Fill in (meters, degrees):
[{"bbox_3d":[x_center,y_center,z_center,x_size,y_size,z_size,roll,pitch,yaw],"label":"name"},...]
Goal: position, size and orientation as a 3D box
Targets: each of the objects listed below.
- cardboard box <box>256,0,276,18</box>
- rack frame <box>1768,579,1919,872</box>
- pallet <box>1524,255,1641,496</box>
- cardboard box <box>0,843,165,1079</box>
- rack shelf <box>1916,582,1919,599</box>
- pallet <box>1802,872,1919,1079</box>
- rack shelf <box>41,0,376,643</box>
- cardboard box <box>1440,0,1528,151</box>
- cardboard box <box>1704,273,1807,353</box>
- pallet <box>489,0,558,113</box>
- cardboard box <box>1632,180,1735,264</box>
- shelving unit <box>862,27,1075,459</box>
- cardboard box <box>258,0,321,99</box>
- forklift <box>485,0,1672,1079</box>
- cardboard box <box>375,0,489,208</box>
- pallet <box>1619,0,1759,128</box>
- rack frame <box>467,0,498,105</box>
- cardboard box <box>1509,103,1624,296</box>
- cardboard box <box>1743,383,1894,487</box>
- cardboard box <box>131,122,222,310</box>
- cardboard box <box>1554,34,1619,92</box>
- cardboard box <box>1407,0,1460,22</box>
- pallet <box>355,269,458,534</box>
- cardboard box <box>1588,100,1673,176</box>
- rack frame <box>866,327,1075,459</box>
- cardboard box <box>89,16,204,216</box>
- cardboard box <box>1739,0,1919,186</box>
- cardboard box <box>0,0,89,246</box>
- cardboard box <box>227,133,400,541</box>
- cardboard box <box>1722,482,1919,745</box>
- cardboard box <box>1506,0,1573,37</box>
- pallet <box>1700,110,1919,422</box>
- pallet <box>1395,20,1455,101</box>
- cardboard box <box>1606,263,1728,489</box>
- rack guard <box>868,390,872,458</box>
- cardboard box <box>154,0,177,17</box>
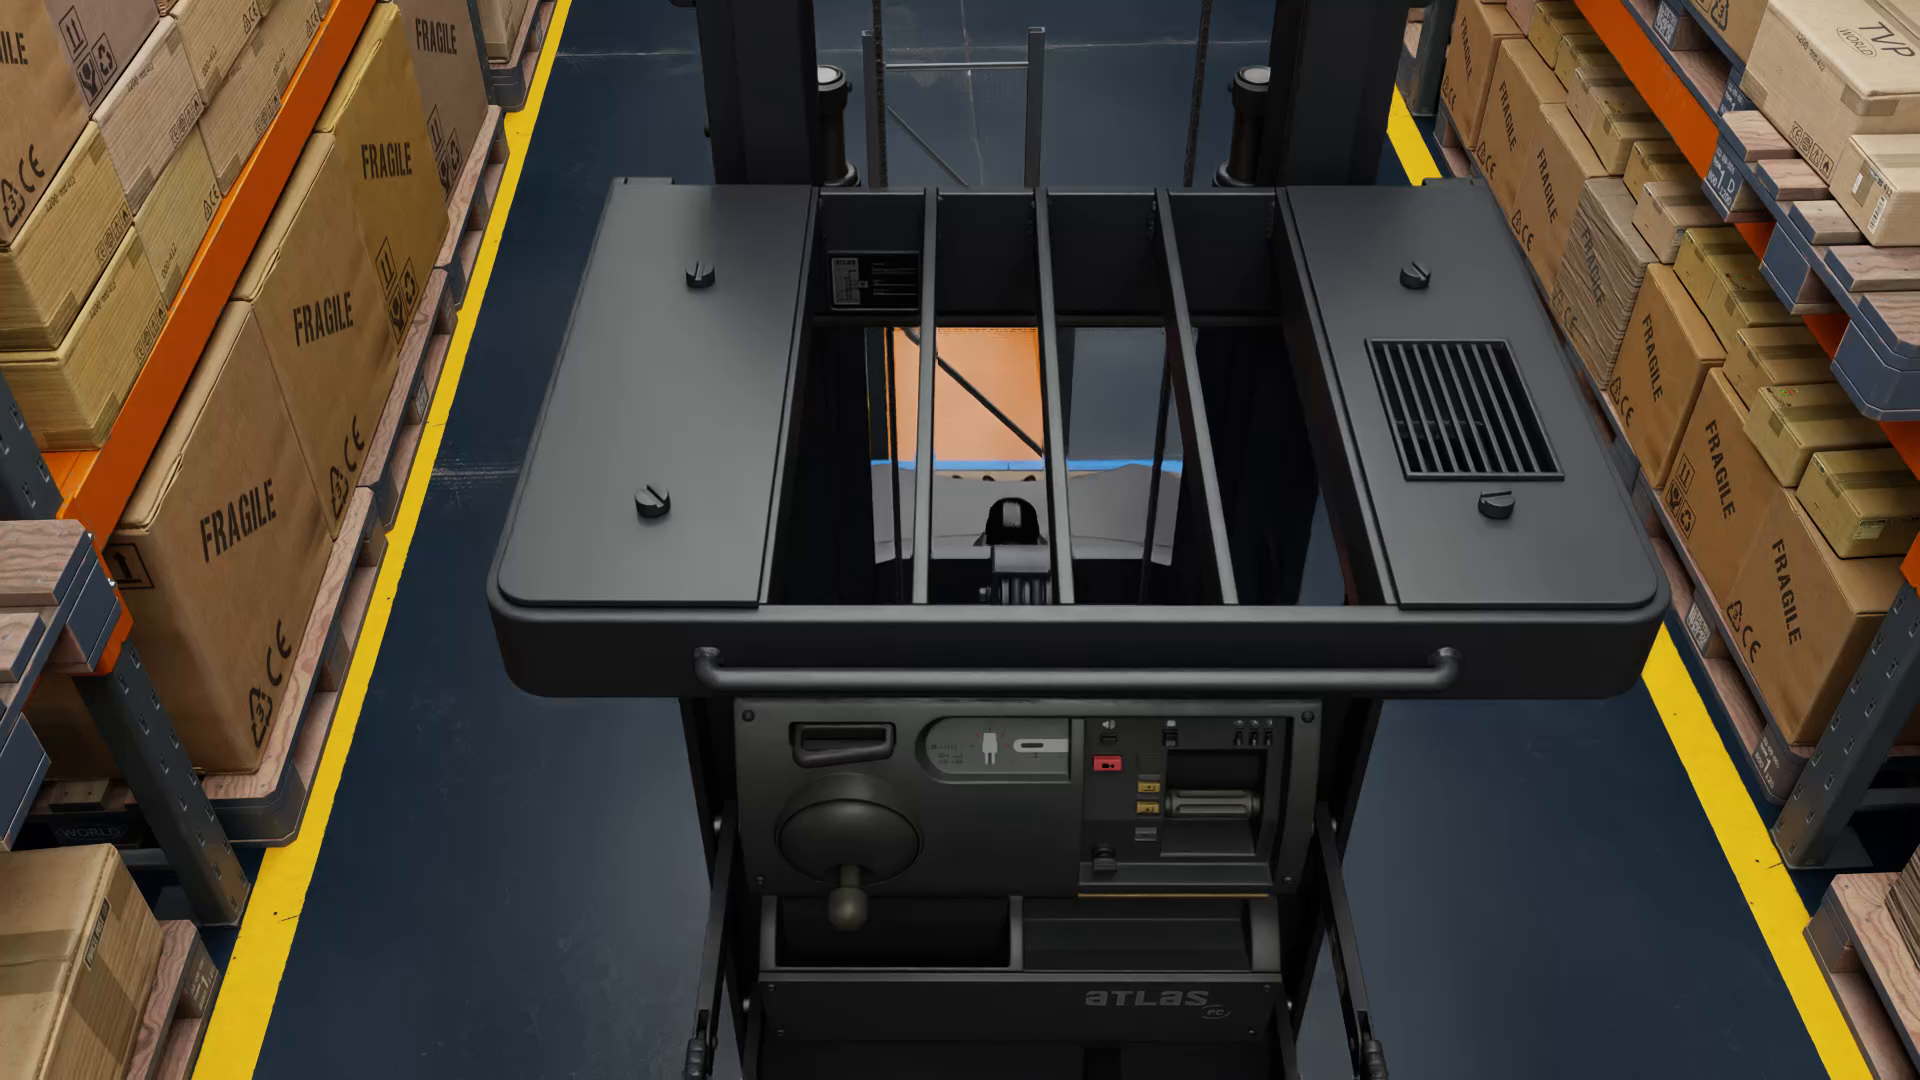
[{"bbox_3d":[-2.129,-1.663,4.586,0.500,0.250,0.500,-1,43,-1],"label":"cardboard box"},{"bbox_3d":[2.642,-0.301,3.359,1.000,3.000,0.127,-2,43,-2],"label":"rack frame"},{"bbox_3d":[2.600,-0.600,5.749,1.003,0.211,1.213,-2,43,-2],"label":"pallet"},{"bbox_3d":[-2.303,1.039,3.530,0.950,0.372,0.625,-4,43,-5],"label":"cardboard box"},{"bbox_3d":[2.727,1.314,2.129,1.077,0.370,4.000,-2,43,-2],"label":"rack shelf"},{"bbox_3d":[2.638,1.283,3.694,1.003,0.211,1.213,-2,43,-2],"label":"pallet"},{"bbox_3d":[-2.402,-1.241,4.917,1.077,0.370,4.000,-2,43,-2],"label":"rack shelf"},{"bbox_3d":[2.268,-1.902,6.644,0.500,0.500,0.500,0,43,0],"label":"cardboard box"},{"bbox_3d":[2.393,-0.642,4.790,0.380,0.149,0.250,0,43,-1],"label":"cardboard box"},{"bbox_3d":[-2.441,-2.345,7.652,1.003,0.211,1.213,-2,43,-2],"label":"pallet"},{"bbox_3d":[2.340,-0.996,5.176,0.380,0.149,0.250,-4,43,-4],"label":"cardboard box"},{"bbox_3d":[0.003,-0.501,4.687,0.587,1.500,1.083,-2,43,-2],"label":"shelving unit"},{"bbox_3d":[-2.166,-1.472,4.747,0.500,0.250,0.500,-2,43,-2],"label":"cardboard box"},{"bbox_3d":[0.109,0.515,2.519,1.130,2.935,3.031,0,43,0],"label":"forklift"},{"bbox_3d":[-2.380,-1.812,6.269,0.875,0.875,0.875,0,43,0],"label":"cardboard box"},{"bbox_3d":[2.555,-1.543,4.856,1.003,0.211,1.213,-2,43,-2],"label":"pallet"},{"bbox_3d":[-2.487,-2.857,6.147,1.000,3.000,0.127,-2,43,-2],"label":"rack frame"},{"bbox_3d":[2.318,-1.206,5.885,0.500,0.500,0.500,-3,43,-3],"label":"cardboard box"},{"bbox_3d":[2.326,-0.283,4.398,0.380,0.149,0.250,-4,43,-4],"label":"cardboard box"},{"bbox_3d":[-2.126,-0.785,3.997,0.500,0.250,0.500,-3,43,-3],"label":"cardboard box"},{"bbox_3d":[2.358,-1.682,5.924,0.380,0.149,0.250,-2,43,-3],"label":"cardboard box"},{"bbox_3d":[2.155,-2.473,7.528,0.380,0.149,0.250,-3,43,-3],"label":"cardboard box"},{"bbox_3d":[-2.324,-0.485,5.622,1.003,0.211,1.213,-2,43,-2],"label":"pallet"},{"bbox_3d":[2.340,-1.345,5.556,0.380,0.149,0.250,0,43,0],"label":"cardboard box"},{"bbox_3d":[0.025,-0.152,4.306,0.500,1.500,0.032,-2,43,-2],"label":"rack frame"},{"bbox_3d":[-2.112,-0.984,3.844,0.500,0.250,0.500,-1,43,-1],"label":"cardboard box"},{"bbox_3d":[2.274,-1.104,4.035,0.500,0.250,0.500,-3,43,-4],"label":"cardboard box"},{"bbox_3d":[-2.093,-0.902,3.200,0.500,0.500,0.500,-3,43,-3],"label":"cardboard box"},{"bbox_3d":[-2.297,-0.599,4.945,0.875,0.875,0.875,-1,43,-1],"label":"cardboard box"},{"bbox_3d":[2.410,0.186,4.366,0.500,0.500,0.500,-1,43,-1],"label":"cardboard box"},{"bbox_3d":[2.311,-2.040,6.314,0.380,0.149,0.250,-3,43,-3],"label":"cardboard box"},{"bbox_3d":[2.543,-0.686,3.921,1.213,0.211,1.003,-2,43,-2],"label":"pallet"},{"bbox_3d":[2.444,-2.437,7.753,1.003,0.211,1.213,-2,43,-2],"label":"pallet"},{"bbox_3d":[2.374,-0.505,5.121,0.500,0.500,0.500,0,43,0],"label":"cardboard box"},{"bbox_3d":[-0.018,-0.377,5.476,0.587,0.250,0.087,-2,43,-2],"label":"rack guard"},{"bbox_3d":[-2.131,-1.586,3.947,0.500,0.500,0.500,-1,43,-1],"label":"cardboard box"}]
